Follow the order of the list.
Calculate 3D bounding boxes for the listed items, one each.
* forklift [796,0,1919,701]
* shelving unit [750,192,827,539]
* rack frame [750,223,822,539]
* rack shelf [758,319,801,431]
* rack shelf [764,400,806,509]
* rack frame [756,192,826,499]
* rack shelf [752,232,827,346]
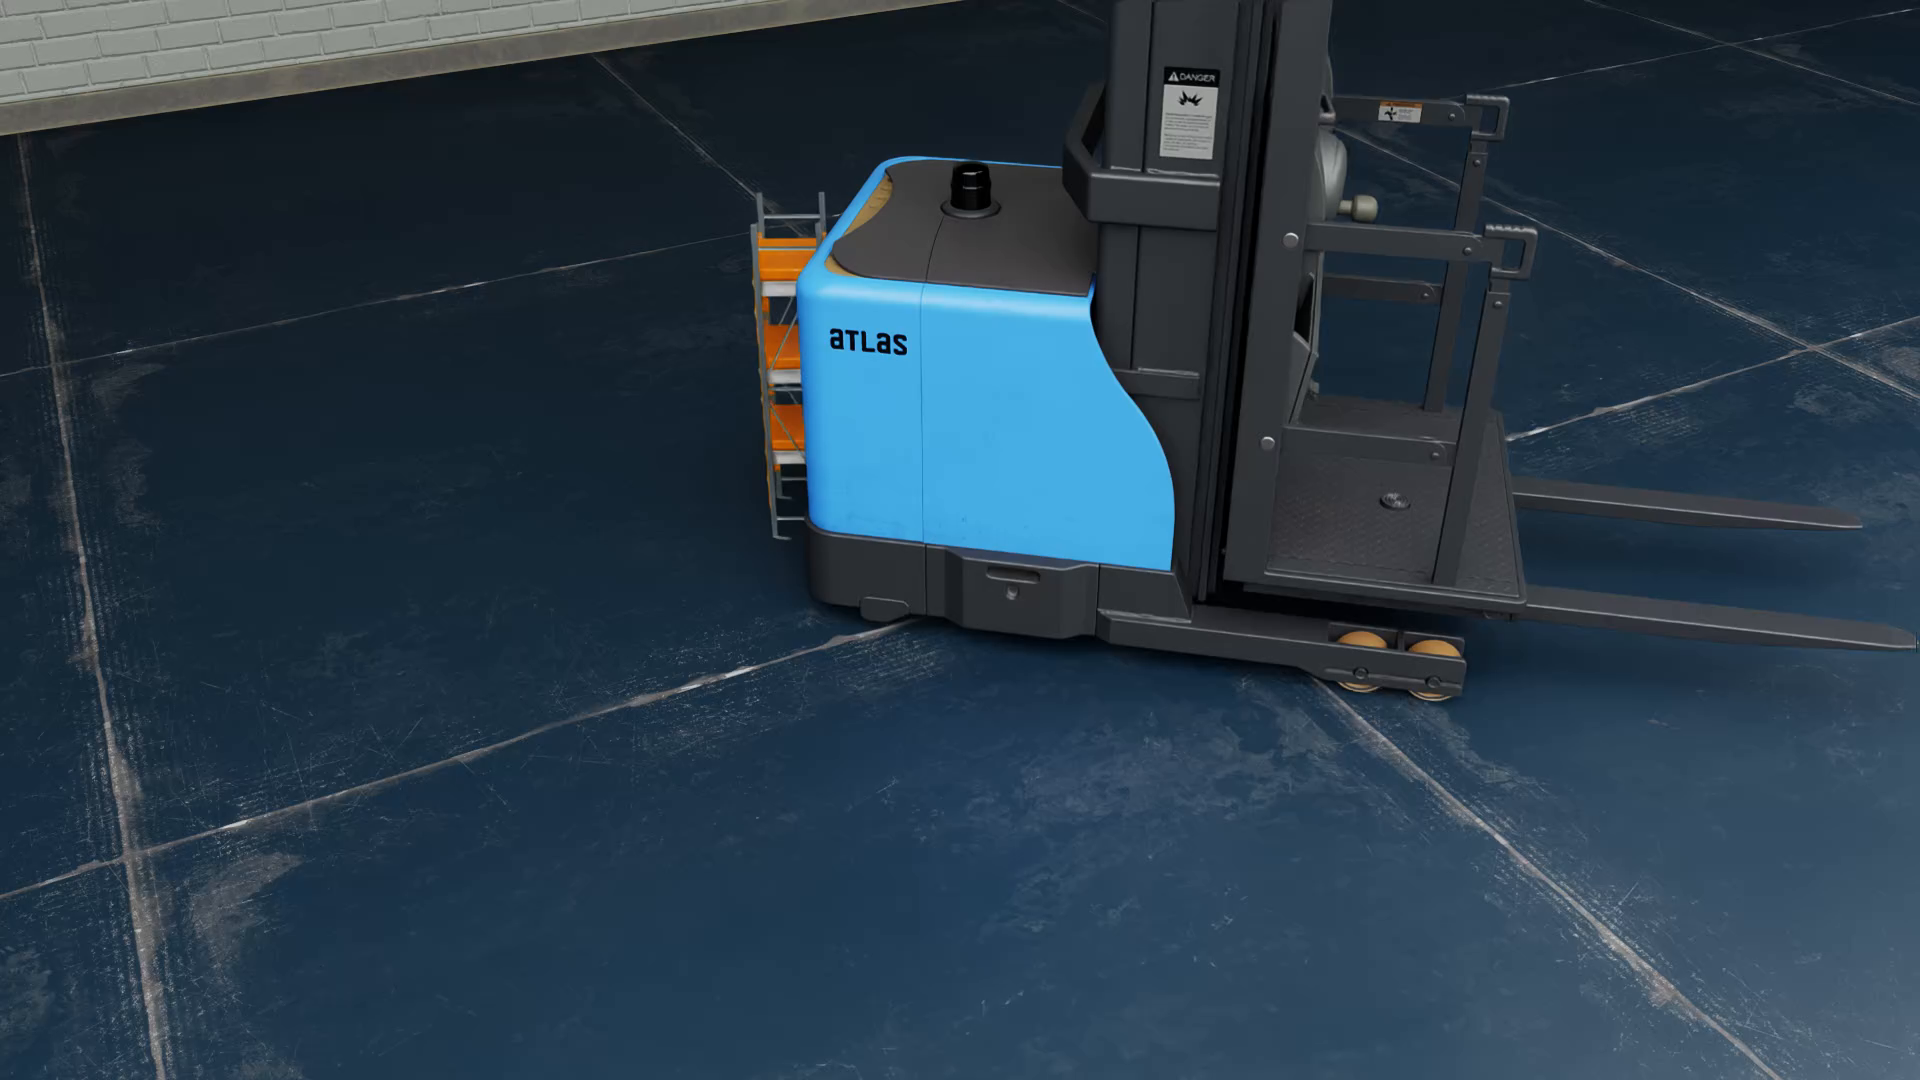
[{"bbox_3d":[1.123,-1.107,4.260,3.031,2.935,1.130,6,33,10],"label":"forklift"},{"bbox_3d":[-0.496,-0.516,5.082,0.215,1.050,0.252,-1,33,-2],"label":"shelving unit"},{"bbox_3d":[-0.492,-0.450,4.979,0.200,1.050,0.008,-1,33,-2],"label":"rack frame"},{"bbox_3d":[-0.496,-0.507,5.088,0.215,0.259,0.240,-1,33,-2],"label":"rack shelf"},{"bbox_3d":[-0.496,-0.273,5.238,0.215,0.259,0.240,-1,33,-2],"label":"rack shelf"},{"bbox_3d":[-0.500,-0.582,5.185,0.200,1.050,0.008,-1,33,-2],"label":"rack frame"},{"bbox_3d":[-0.496,-0.746,4.935,0.215,0.259,0.240,-1,33,-2],"label":"rack shelf"}]
